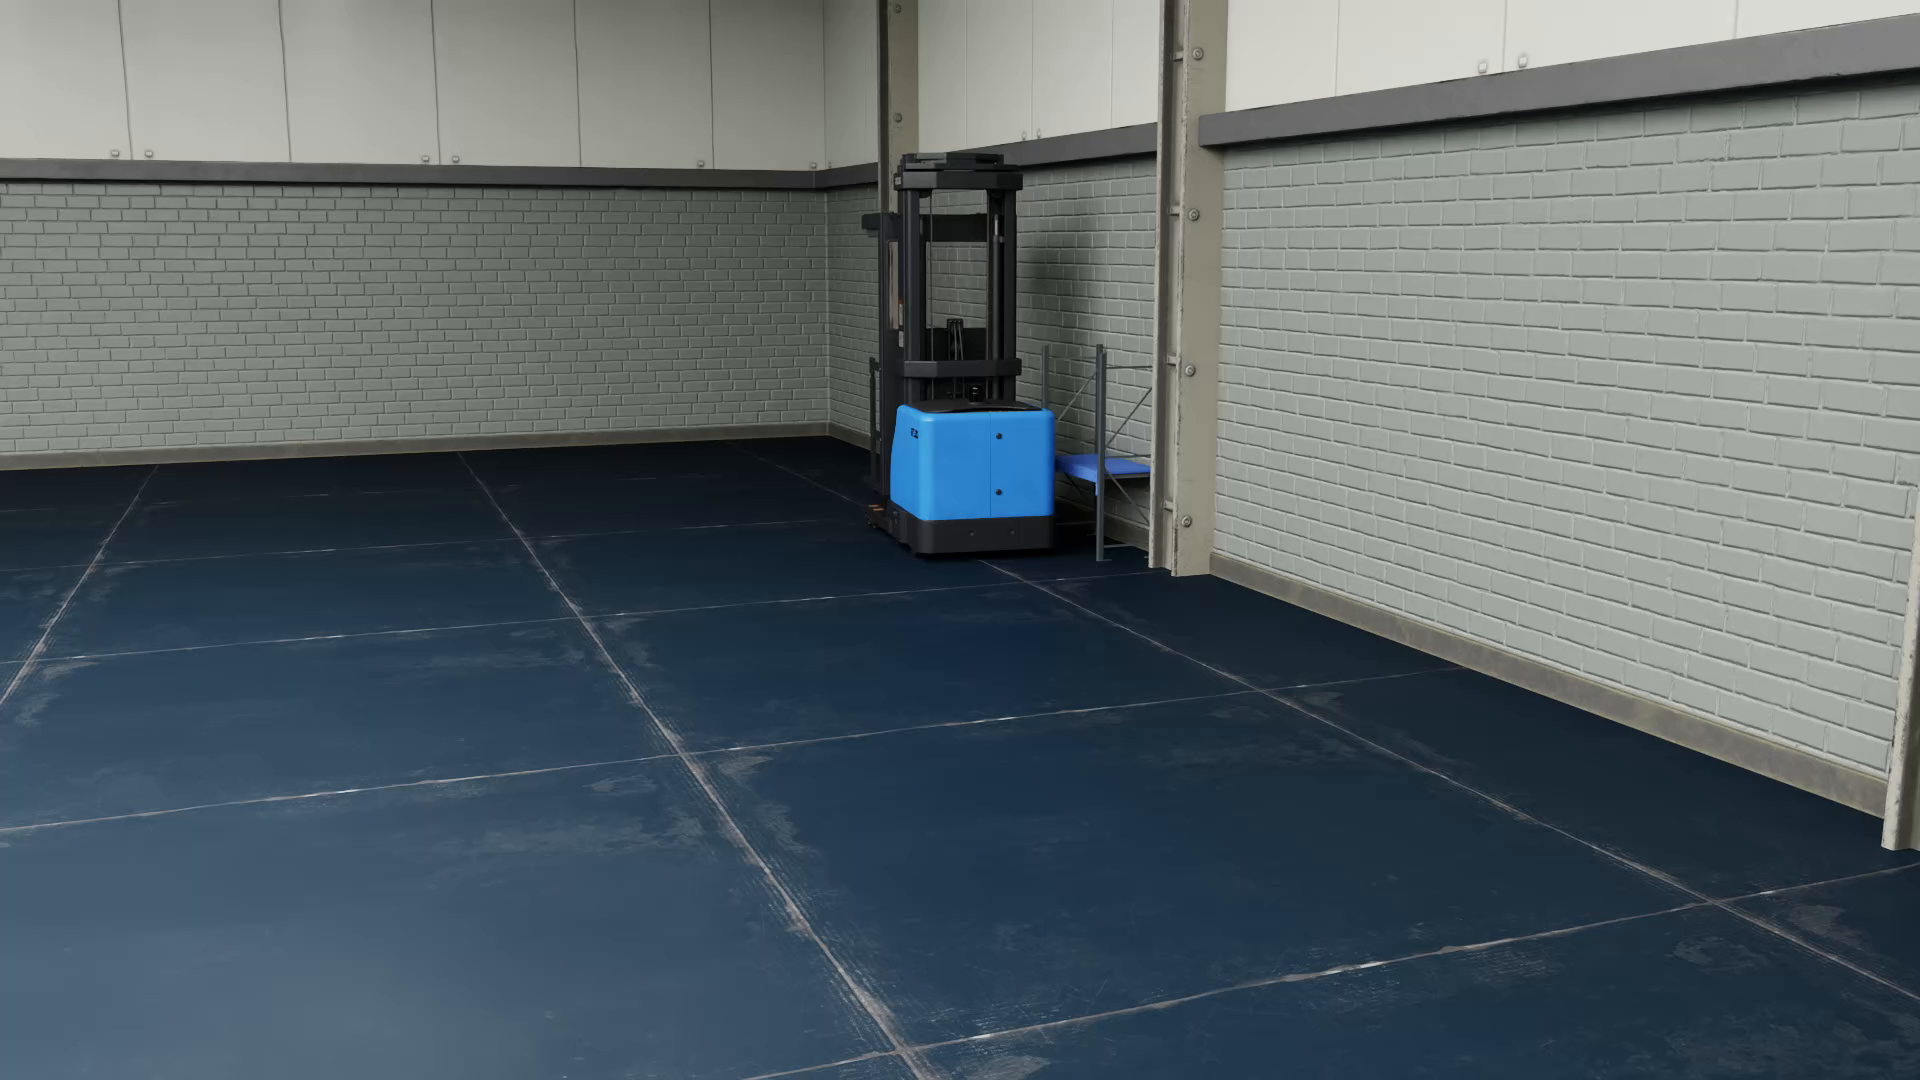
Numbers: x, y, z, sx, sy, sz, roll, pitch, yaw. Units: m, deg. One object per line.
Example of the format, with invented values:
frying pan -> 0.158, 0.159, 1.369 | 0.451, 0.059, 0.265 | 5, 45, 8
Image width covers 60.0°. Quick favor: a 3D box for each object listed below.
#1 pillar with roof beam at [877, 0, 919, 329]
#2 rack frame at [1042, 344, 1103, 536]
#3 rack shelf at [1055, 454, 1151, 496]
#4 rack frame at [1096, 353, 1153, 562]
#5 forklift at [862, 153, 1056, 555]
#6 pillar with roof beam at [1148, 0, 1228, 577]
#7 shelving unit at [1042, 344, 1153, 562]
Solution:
pillar with roof beam -> -4.630, -4.925, 14.915 | 9.100, 9.000, 0.400 | -4, 11, -21
rack frame -> 0.869, -0.767, 12.948 | 0.500, 1.500, 0.032 | -4, 11, -20
rack shelf -> 1.048, -0.506, 12.511 | 0.538, 0.185, 1.000 | -4, 11, -20
rack frame -> 1.227, -0.600, 12.012 | 0.500, 1.500, 0.032 | -4, 11, -20
forklift -> -0.159, -1.550, 13.262 | 1.130, 2.935, 3.031 | -3, 10, -14
pillar with roof beam -> -2.456, -3.946, 9.409 | 9.100, 9.000, 0.400 | -4, 11, -21
shelving unit -> 1.048, -0.683, 12.480 | 0.538, 1.500, 1.048 | -4, 11, -20
